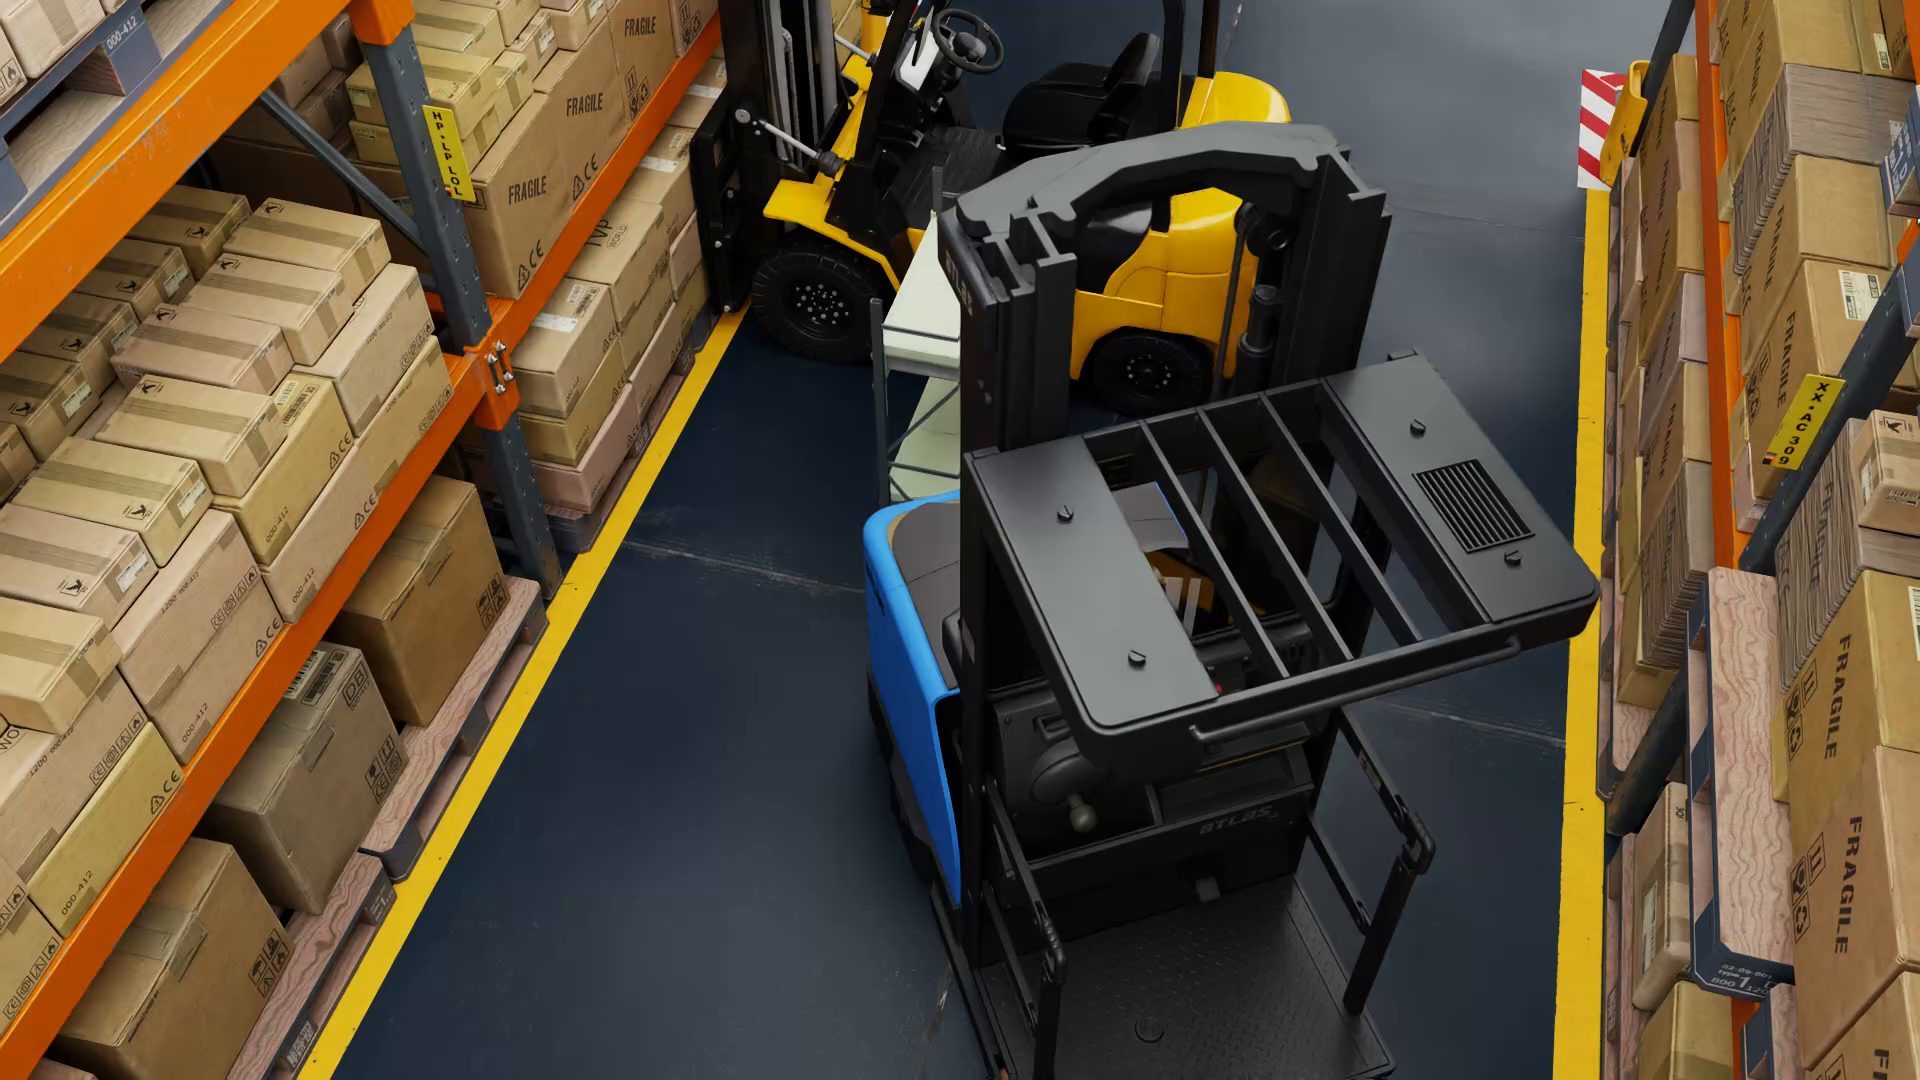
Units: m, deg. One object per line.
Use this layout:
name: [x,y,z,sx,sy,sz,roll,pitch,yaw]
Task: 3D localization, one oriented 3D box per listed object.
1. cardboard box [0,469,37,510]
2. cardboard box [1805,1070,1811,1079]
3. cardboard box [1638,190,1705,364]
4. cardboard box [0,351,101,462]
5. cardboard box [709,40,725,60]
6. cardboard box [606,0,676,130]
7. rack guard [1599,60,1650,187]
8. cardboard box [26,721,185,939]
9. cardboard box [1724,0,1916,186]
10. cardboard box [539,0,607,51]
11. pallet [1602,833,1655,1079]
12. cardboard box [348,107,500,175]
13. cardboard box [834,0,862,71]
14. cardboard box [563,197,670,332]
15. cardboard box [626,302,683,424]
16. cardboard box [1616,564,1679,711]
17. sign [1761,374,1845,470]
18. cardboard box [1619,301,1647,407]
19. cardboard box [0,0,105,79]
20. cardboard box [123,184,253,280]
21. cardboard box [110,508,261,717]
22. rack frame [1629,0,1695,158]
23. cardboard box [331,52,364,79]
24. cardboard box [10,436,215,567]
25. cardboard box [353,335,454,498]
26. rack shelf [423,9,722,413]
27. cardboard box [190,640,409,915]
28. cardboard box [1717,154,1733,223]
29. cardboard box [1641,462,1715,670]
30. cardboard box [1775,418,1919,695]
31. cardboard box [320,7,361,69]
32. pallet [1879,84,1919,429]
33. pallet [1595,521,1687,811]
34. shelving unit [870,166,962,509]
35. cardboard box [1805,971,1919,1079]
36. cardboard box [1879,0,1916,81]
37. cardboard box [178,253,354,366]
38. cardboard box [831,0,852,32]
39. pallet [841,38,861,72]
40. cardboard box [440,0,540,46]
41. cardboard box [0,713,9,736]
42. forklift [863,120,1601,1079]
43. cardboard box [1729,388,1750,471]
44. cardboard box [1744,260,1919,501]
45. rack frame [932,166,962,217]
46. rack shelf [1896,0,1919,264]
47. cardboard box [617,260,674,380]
cardboard box: [-2.721,0.037,4.402,0.500,0.250,0.500,10,49,9]
cardboard box: [2.037,1.119,3.568,0.380,0.149,0.250,12,50,10]
cardboard box: [3.032,-1.002,6.606,0.500,0.500,0.500,12,50,11]
cardboard box: [-2.587,-0.377,4.502,0.380,0.149,0.250,11,50,10]
cardboard box: [-1.072,-2.216,7.511,0.500,0.250,0.500,12,50,11]
cardboard box: [-1.431,-1.944,6.317,0.500,0.500,0.500,11,50,10]
rack guard: [3.770,-1.929,8.038,1.175,0.500,0.348,12,50,10]
cardboard box: [-2.349,0.664,4.182,0.500,0.250,0.500,13,50,11]
cardboard box: [3.005,-1.541,5.763,0.500,0.500,0.500,11,49,9]
cardboard box: [-1.470,-1.866,5.816,0.380,0.149,0.250,13,50,11]
pallet: [2.534,1.568,5.144,1.003,0.211,1.213,12,50,10]
cardboard box: [-1.715,-1.321,5.335,0.380,0.149,0.250,11,49,9]
cardboard box: [-0.819,-2.615,8.530,0.500,0.250,0.500,12,50,10]
cardboard box: [-1.478,-1.110,6.535,0.500,0.250,0.500,12,50,10]
cardboard box: [-1.487,-0.779,6.909,0.500,0.250,0.500,11,49,9]
cardboard box: [2.633,0.372,5.893,0.500,0.250,0.500,14,50,12]
sign: [2.212,-0.306,4.361,0.100,0.325,0.005,12,50,10]
cardboard box: [3.038,-0.746,6.881,0.500,0.250,0.500,15,50,13]
cardboard box: [-2.049,-1.121,3.477,0.380,0.149,0.250,11,50,10]
cardboard box: [-2.352,-0.930,4.990,0.380,0.149,0.250,11,49,9]
cardboard box: [-2.204,0.137,4.314,0.500,0.250,0.500,12,50,11]
rack frame: [3.790,-2.811,7.149,1.000,3.000,0.127,12,50,10]
cardboard box: [-2.183,-1.614,5.593,0.380,0.149,0.250,10,49,9]
cardboard box: [-2.165,-0.101,4.258,0.380,0.149,0.250,10,49,9]
cardboard box: [-1.933,-0.429,5.147,0.500,0.250,0.500,13,50,11]
rack shelf: [-1.526,-2.103,7.004,1.077,0.370,4.000,12,50,10]
cardboard box: [-2.391,0.692,5.362,0.875,0.625,0.625,11,50,10]
cardboard box: [2.921,-1.235,5.926,0.380,0.149,0.250,12,50,10]
cardboard box: [2.634,0.124,5.612,0.500,0.500,0.500,11,49,10]
cardboard box: [2.337,0.094,4.040,0.500,0.500,0.500,13,50,11]
cardboard box: [-2.154,-1.705,5.475,0.380,0.149,0.250,10,49,9]
pallet: [2.472,-0.423,3.166,1.213,0.211,1.003,12,50,10]
pallet: [2.880,0.512,6.076,1.003,0.211,1.213,12,50,10]
shelving unit: [0.002,-0.501,6.111,0.431,1.500,0.755,12,50,10]
cardboard box: [1.938,1.185,3.077,0.500,0.500,0.500,10,49,8]
cardboard box: [3.425,-1.774,5.302,0.700,0.500,0.500,11,50,10]
cardboard box: [-1.979,-0.661,4.752,0.380,0.149,0.250,11,49,9]
cardboard box: [-0.826,-2.769,8.332,0.500,0.250,0.500,11,49,10]
pallet: [-1.161,-2.304,8.561,1.003,0.211,1.213,12,50,10]
cardboard box: [-1.642,-1.806,5.564,0.380,0.149,0.250,11,49,9]
cardboard box: [-2.433,0.436,3.784,0.380,0.149,0.250,12,50,10]
forklift: [0.615,0.589,4.195,1.130,2.935,3.031,-14,50,-12]
cardboard box: [2.587,-0.309,5.109,0.380,0.149,0.250,13,50,11]
cardboard box: [2.614,-0.420,4.774,0.500,0.500,0.500,10,49,9]
rack frame: [0.098,-0.766,6.344,0.400,1.500,0.023,12,50,10]
rack shelf: [3.264,-2.119,5.017,1.077,0.370,4.000,12,50,10]
cardboard box: [-1.497,-0.943,6.721,0.500,0.250,0.500,11,50,10]
